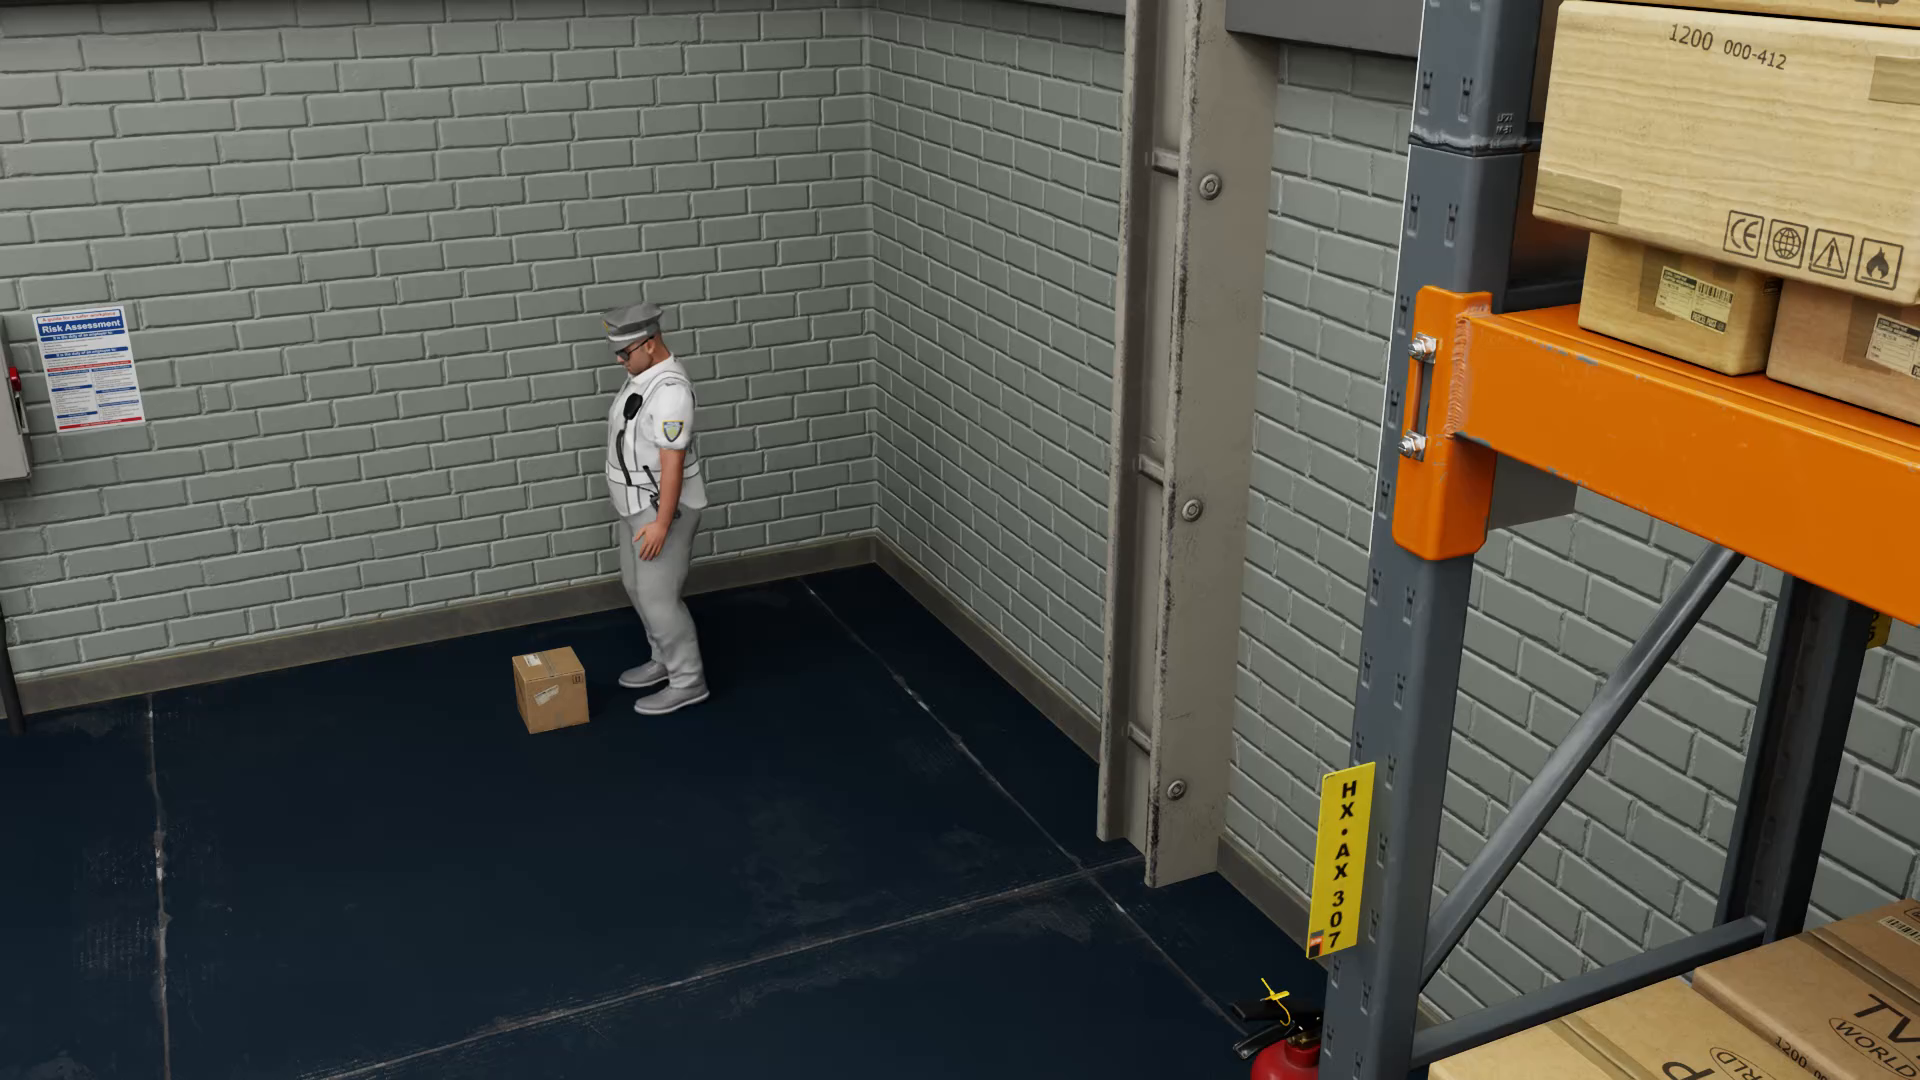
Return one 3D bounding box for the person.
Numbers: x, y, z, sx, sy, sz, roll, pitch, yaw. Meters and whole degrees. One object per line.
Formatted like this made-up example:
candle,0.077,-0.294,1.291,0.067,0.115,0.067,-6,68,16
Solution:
person,-1.259,-0.129,6.931,0.389,1.735,0.534,-10,24,-23
